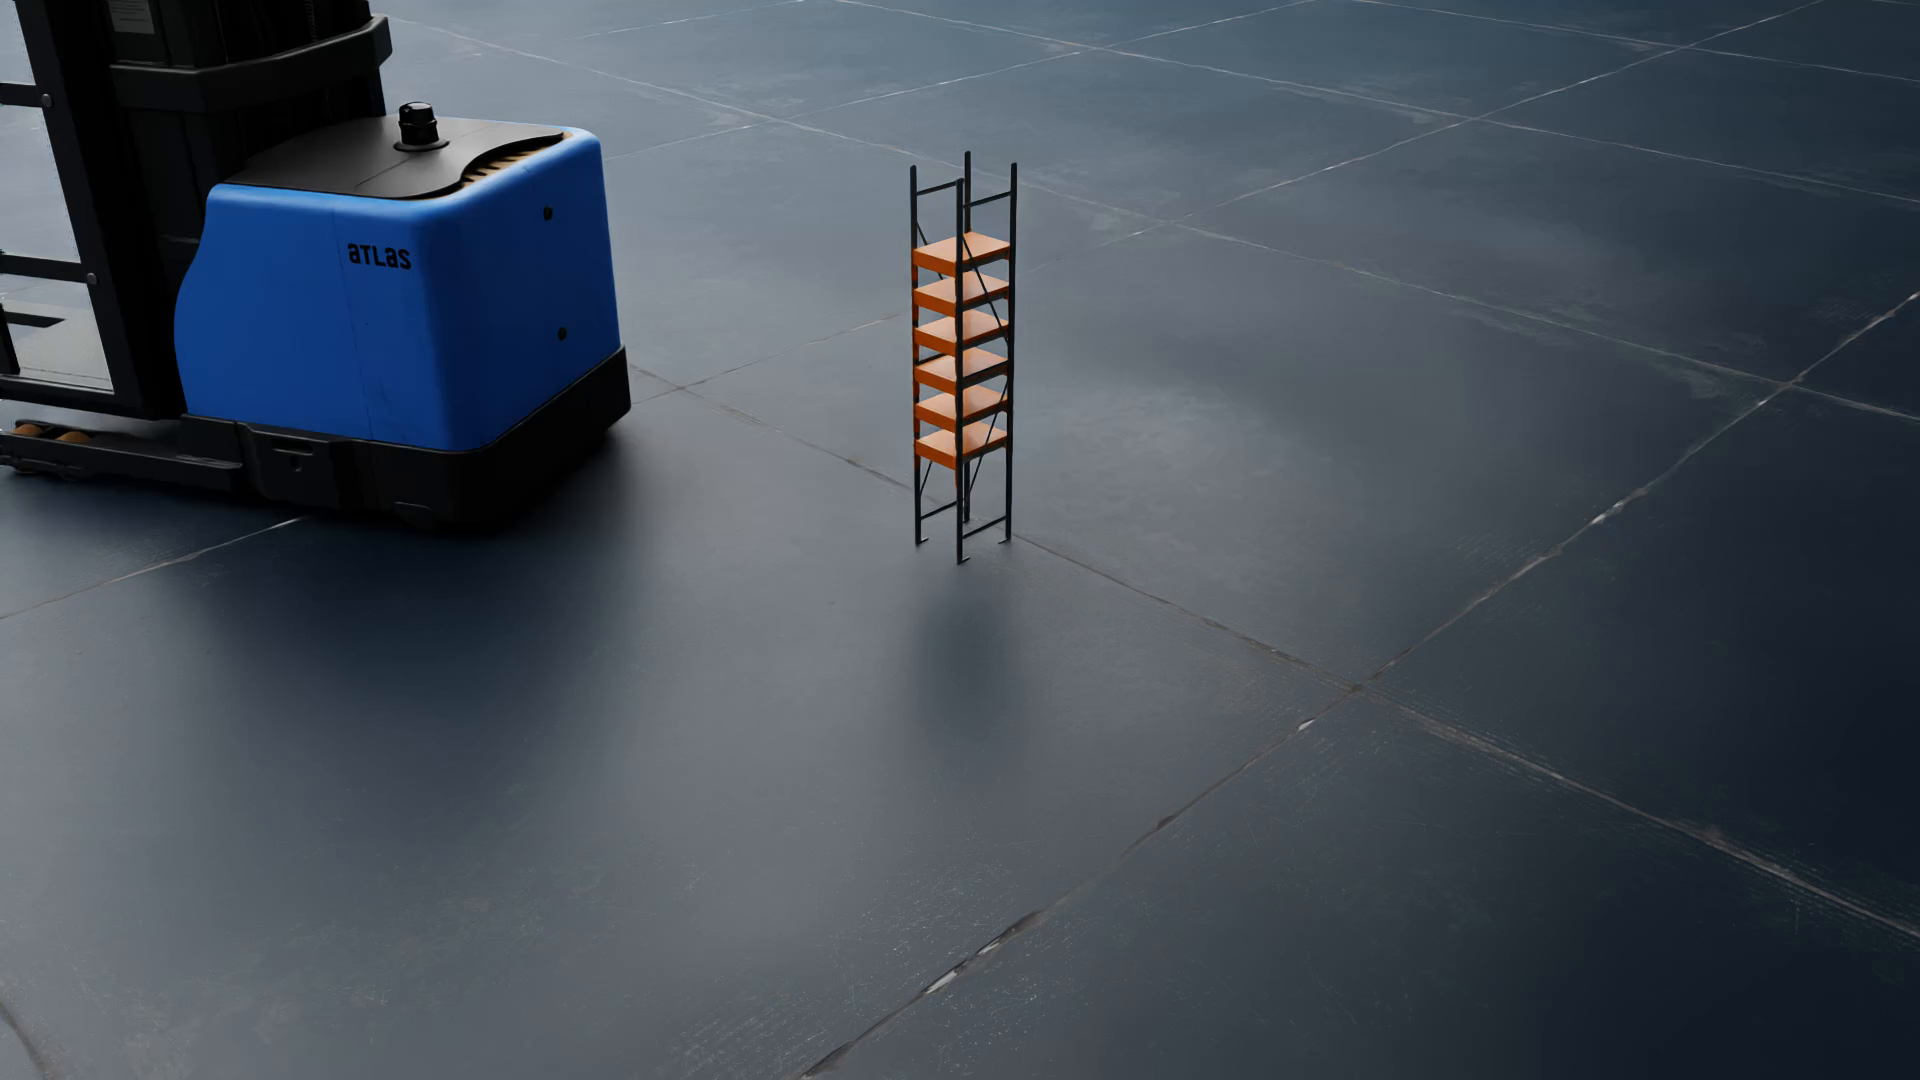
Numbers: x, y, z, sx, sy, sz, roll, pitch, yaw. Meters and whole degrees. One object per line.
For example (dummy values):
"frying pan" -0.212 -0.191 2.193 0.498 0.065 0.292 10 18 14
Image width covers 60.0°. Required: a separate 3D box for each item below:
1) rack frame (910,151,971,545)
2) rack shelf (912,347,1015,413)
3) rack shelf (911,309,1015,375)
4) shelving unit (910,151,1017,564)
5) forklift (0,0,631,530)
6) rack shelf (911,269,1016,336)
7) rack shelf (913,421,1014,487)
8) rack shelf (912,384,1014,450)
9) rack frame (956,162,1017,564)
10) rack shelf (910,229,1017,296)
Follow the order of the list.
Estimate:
"rack frame" -0.055 -0.556 5.019 0.006 1.200 0.240 25 36 38
"rack shelf" 0.010 -0.487 4.982 0.180 0.103 0.258 25 36 38
"rack shelf" 0.010 -0.593 4.927 0.180 0.103 0.258 25 36 38
"shelving unit" 0.010 -0.526 4.962 0.189 1.200 0.258 25 36 38
"forklift" -2.761 -1.718 5.368 3.031 2.935 1.130 8 29 16
"rack shelf" 0.010 -0.699 4.871 0.180 0.103 0.258 25 36 38
"rack shelf" 0.010 -0.275 5.094 0.180 0.103 0.258 25 36 38
"rack shelf" 0.010 -0.381 5.038 0.180 0.103 0.258 25 36 38
"rack frame" 0.076 -0.496 4.905 0.006 1.200 0.240 25 36 38
"rack shelf" 0.010 -0.806 4.815 0.180 0.103 0.258 25 36 38
